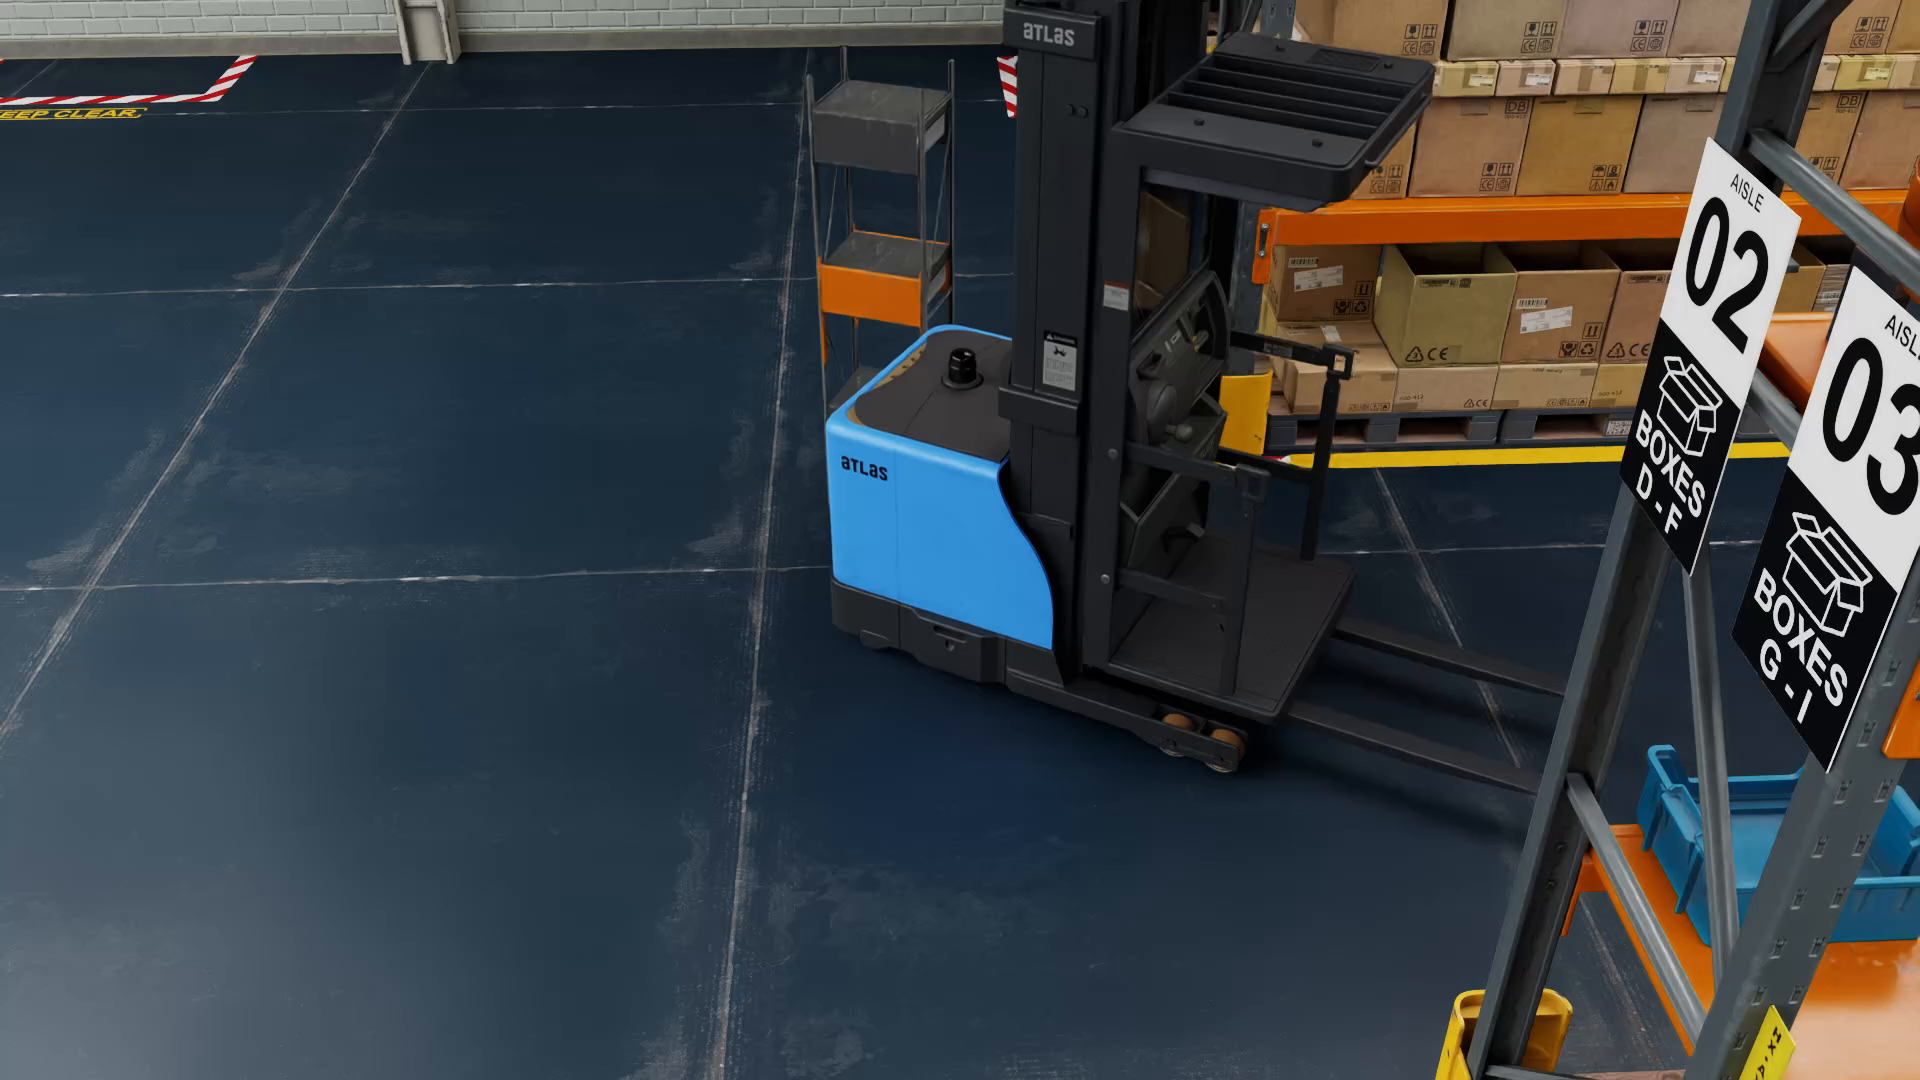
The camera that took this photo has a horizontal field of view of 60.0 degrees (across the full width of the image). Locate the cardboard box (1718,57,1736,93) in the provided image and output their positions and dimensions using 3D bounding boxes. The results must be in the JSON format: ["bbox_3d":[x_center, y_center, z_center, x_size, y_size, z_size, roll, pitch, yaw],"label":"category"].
[{"bbox_3d":[3.546,-2.185,7.614,0.250,0.149,0.380,0,35,-1],"label":"cardboard box"}]

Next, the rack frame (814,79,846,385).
[{"bbox_3d":[-0.558,-1.136,7.546,0.006,1.831,0.380,11,36,16],"label":"rack frame"}]

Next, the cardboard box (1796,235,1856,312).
[{"bbox_3d":[4.388,-1.255,8.316,0.500,0.500,0.500,-2,35,-2],"label":"cardboard box"}]

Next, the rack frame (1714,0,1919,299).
[{"bbox_3d":[1.576,-1.592,2.143,0.127,3.000,1.000,-2,35,-2],"label":"rack frame"}]

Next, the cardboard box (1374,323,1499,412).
[{"bbox_3d":[2.391,-0.886,8.442,0.500,0.250,0.500,-2,35,-2],"label":"cardboard box"}]

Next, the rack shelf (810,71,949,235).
[{"bbox_3d":[-0.327,-1.655,7.091,0.480,0.518,0.431,11,36,16],"label":"rack shelf"}]

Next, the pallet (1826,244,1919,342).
[{"bbox_3d":[2.407,-0.248,3.002,1.213,0.211,1.003,-2,35,-2],"label":"pallet"}]

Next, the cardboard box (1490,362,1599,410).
[{"bbox_3d":[2.890,-0.900,8.461,0.500,0.250,0.500,-2,35,-2],"label":"cardboard box"}]

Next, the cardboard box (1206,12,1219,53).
[{"bbox_3d":[1.803,-3.799,12.580,0.500,0.311,0.500,-5,35,-8],"label":"cardboard box"}]

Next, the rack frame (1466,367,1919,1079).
[{"bbox_3d":[1.576,0.875,3.850,0.127,3.000,1.000,-2,35,-2],"label":"rack frame"}]

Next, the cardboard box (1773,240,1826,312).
[{"bbox_3d":[3.889,-1.240,8.294,0.500,0.500,0.500,-2,35,-2],"label":"cardboard box"}]

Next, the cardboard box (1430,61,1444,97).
[{"bbox_3d":[2.011,-2.146,7.556,0.250,0.149,0.380,-2,35,-3],"label":"cardboard box"}]

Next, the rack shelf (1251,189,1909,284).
[{"bbox_3d":[3.343,-1.699,8.201,4.000,0.370,1.077,-2,35,-2],"label":"rack shelf"}]

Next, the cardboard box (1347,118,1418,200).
[{"bbox_3d":[1.812,-1.987,7.898,0.500,0.500,0.700,-2,35,-2],"label":"cardboard box"}]

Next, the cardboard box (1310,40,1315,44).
[{"bbox_3d":[1.748,-2.137,7.544,0.250,0.149,0.380,-2,35,-3],"label":"cardboard box"}]

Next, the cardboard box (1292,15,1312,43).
[{"bbox_3d":[1.718,-2.367,7.877,0.250,0.149,0.380,-2,35,-3],"label":"cardboard box"}]

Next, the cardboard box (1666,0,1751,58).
[{"bbox_3d":[3.394,-2.567,7.596,0.500,0.500,0.700,-2,35,-2],"label":"cardboard box"}]

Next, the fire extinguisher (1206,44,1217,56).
[{"bbox_3d":[1.205,-2.170,8.318,0.183,0.674,0.296,-2,35,-2],"label":"fire extinguisher"}]

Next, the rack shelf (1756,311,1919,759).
[{"bbox_3d":[3.574,-0.117,3.279,4.000,0.370,1.077,-2,35,-2],"label":"rack shelf"}]

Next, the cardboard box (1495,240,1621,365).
[{"bbox_3d":[2.890,-1.215,8.257,0.500,0.500,0.500,-2,35,-2],"label":"cardboard box"}]

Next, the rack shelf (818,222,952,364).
[{"bbox_3d":[-0.327,-1.080,7.489,0.480,0.518,0.431,11,36,16],"label":"rack shelf"}]

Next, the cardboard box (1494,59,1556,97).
[{"bbox_3d":[2.513,-2.157,7.573,0.250,0.149,0.380,-2,35,-3],"label":"cardboard box"}]

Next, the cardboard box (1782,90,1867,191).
[{"bbox_3d":[3.870,-2.045,7.981,0.500,0.500,0.700,-1,35,-2],"label":"cardboard box"}]

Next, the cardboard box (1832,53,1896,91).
[{"bbox_3d":[4.063,-2.201,7.637,0.250,0.149,0.380,-2,35,-2],"label":"cardboard box"}]

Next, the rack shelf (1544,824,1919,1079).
[{"bbox_3d":[3.574,1.117,4.133,4.000,0.370,1.077,-2,35,-2],"label":"rack shelf"}]

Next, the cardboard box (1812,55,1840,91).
[{"bbox_3d":[3.811,-2.194,7.627,0.250,0.149,0.380,-1,35,-1],"label":"cardboard box"}]

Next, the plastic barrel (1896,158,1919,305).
[{"bbox_3d":[2.056,-0.793,2.878,0.708,0.830,0.600,-2,35,-2],"label":"plastic barrel"}]

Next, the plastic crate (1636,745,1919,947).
[{"bbox_3d":[2.062,0.752,4.158,0.616,0.251,0.499,-2,35,-2],"label":"plastic crate"}]

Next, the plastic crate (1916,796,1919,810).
[{"bbox_3d":[2.711,0.738,4.178,0.408,0.251,0.499,-2,35,-2],"label":"plastic crate"}]

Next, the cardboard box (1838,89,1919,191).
[{"bbox_3d":[4.372,-2.056,7.998,0.500,0.500,0.700,-2,35,-3],"label":"cardboard box"}]

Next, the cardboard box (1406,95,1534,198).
[{"bbox_3d":[4.548,-1.777,8.332,4.930,1.340,1.023,-1,35,-1],"label":"cardboard box"}]

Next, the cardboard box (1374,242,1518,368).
[{"bbox_3d":[2.391,-1.194,8.227,0.500,0.500,0.500,-2,35,-2],"label":"cardboard box"}]

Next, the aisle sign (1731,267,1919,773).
[{"bbox_3d":[1.518,-0.026,2.867,0.004,0.787,0.394,-2,35,-2],"label":"aisle sign"}]

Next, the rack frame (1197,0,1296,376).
[{"bbox_3d":[1.346,-1.941,7.919,0.127,3.000,1.000,-2,35,-2],"label":"rack frame"}]

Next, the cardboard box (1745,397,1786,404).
[{"bbox_3d":[3.890,-0.924,8.497,0.500,0.250,0.500,-2,35,-2],"label":"cardboard box"}]

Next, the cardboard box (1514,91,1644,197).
[{"bbox_3d":[2.833,-2.014,7.937,0.500,0.500,0.700,-1,35,-2],"label":"cardboard box"}]

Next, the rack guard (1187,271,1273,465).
[{"bbox_3d":[1.322,-0.912,8.629,0.348,0.500,1.175,-2,35,-2],"label":"rack guard"}]

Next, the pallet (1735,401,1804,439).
[{"bbox_3d":[4.545,-0.904,8.871,1.213,0.211,1.003,-2,35,-2],"label":"pallet"}]

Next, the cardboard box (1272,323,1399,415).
[{"bbox_3d":[1.892,-0.871,8.420,0.500,0.250,0.500,-2,35,-2],"label":"cardboard box"}]

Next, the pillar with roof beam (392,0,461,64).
[{"bbox_3d":[-4.024,-5.125,7.248,0.400,9.000,9.100,-2,35,-2],"label":"pillar with roof beam"}]

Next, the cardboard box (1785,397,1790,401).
[{"bbox_3d":[4.388,-0.946,8.528,0.500,0.250,0.500,-2,35,-2],"label":"cardboard box"}]

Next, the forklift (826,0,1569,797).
[{"bbox_3d":[0.816,-0.782,6.305,3.569,2.935,1.366,17,38,22],"label":"forklift"}]

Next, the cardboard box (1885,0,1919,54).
[{"bbox_3d":[4.393,-2.593,7.633,0.500,0.500,0.700,-2,35,-2],"label":"cardboard box"}]

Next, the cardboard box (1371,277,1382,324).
[{"bbox_3d":[2.366,-1.186,8.874,0.500,0.250,0.500,-2,35,-2],"label":"cardboard box"}]

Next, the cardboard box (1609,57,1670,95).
[{"bbox_3d":[3.034,-2.173,7.596,0.250,0.149,0.380,-2,35,-3],"label":"cardboard box"}]

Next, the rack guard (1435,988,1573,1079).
[{"bbox_3d":[1.650,1.874,4.603,0.348,0.500,1.175,-2,35,-2],"label":"rack guard"}]

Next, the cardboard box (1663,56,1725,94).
[{"bbox_3d":[3.283,-2.178,7.603,0.250,0.149,0.380,-1,35,-2],"label":"cardboard box"}]

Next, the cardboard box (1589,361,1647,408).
[{"bbox_3d":[3.390,-0.910,8.477,0.500,0.250,0.500,-2,35,-2],"label":"cardboard box"}]

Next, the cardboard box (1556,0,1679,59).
[{"bbox_3d":[2.894,-2.553,7.576,0.500,0.500,0.700,-1,35,-2],"label":"cardboard box"}]

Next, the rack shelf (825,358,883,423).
[{"bbox_3d":[-0.327,-0.504,7.887,0.480,0.518,0.431,11,36,16],"label":"rack shelf"}]

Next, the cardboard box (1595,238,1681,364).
[{"bbox_3d":[3.390,-1.218,8.263,0.500,0.500,0.500,-2,35,-2],"label":"cardboard box"}]

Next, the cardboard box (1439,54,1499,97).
[{"bbox_3d":[2.260,-2.151,7.565,0.250,0.149,0.380,-1,35,-2],"label":"cardboard box"}]

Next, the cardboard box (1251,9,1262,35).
[{"bbox_3d":[2.372,-3.815,12.602,0.500,0.311,0.500,1,35,2],"label":"cardboard box"}]

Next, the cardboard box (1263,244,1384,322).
[{"bbox_3d":[1.867,-1.475,8.633,0.500,0.500,0.500,-2,35,-2],"label":"cardboard box"}]

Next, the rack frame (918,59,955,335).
[{"bbox_3d":[-0.096,-1.046,7.416,0.015,2.100,0.400,11,36,16],"label":"rack frame"}]

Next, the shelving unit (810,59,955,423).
[{"bbox_3d":[-0.325,-1.091,7.481,0.499,2.100,0.431,11,36,16],"label":"shelving unit"}]
